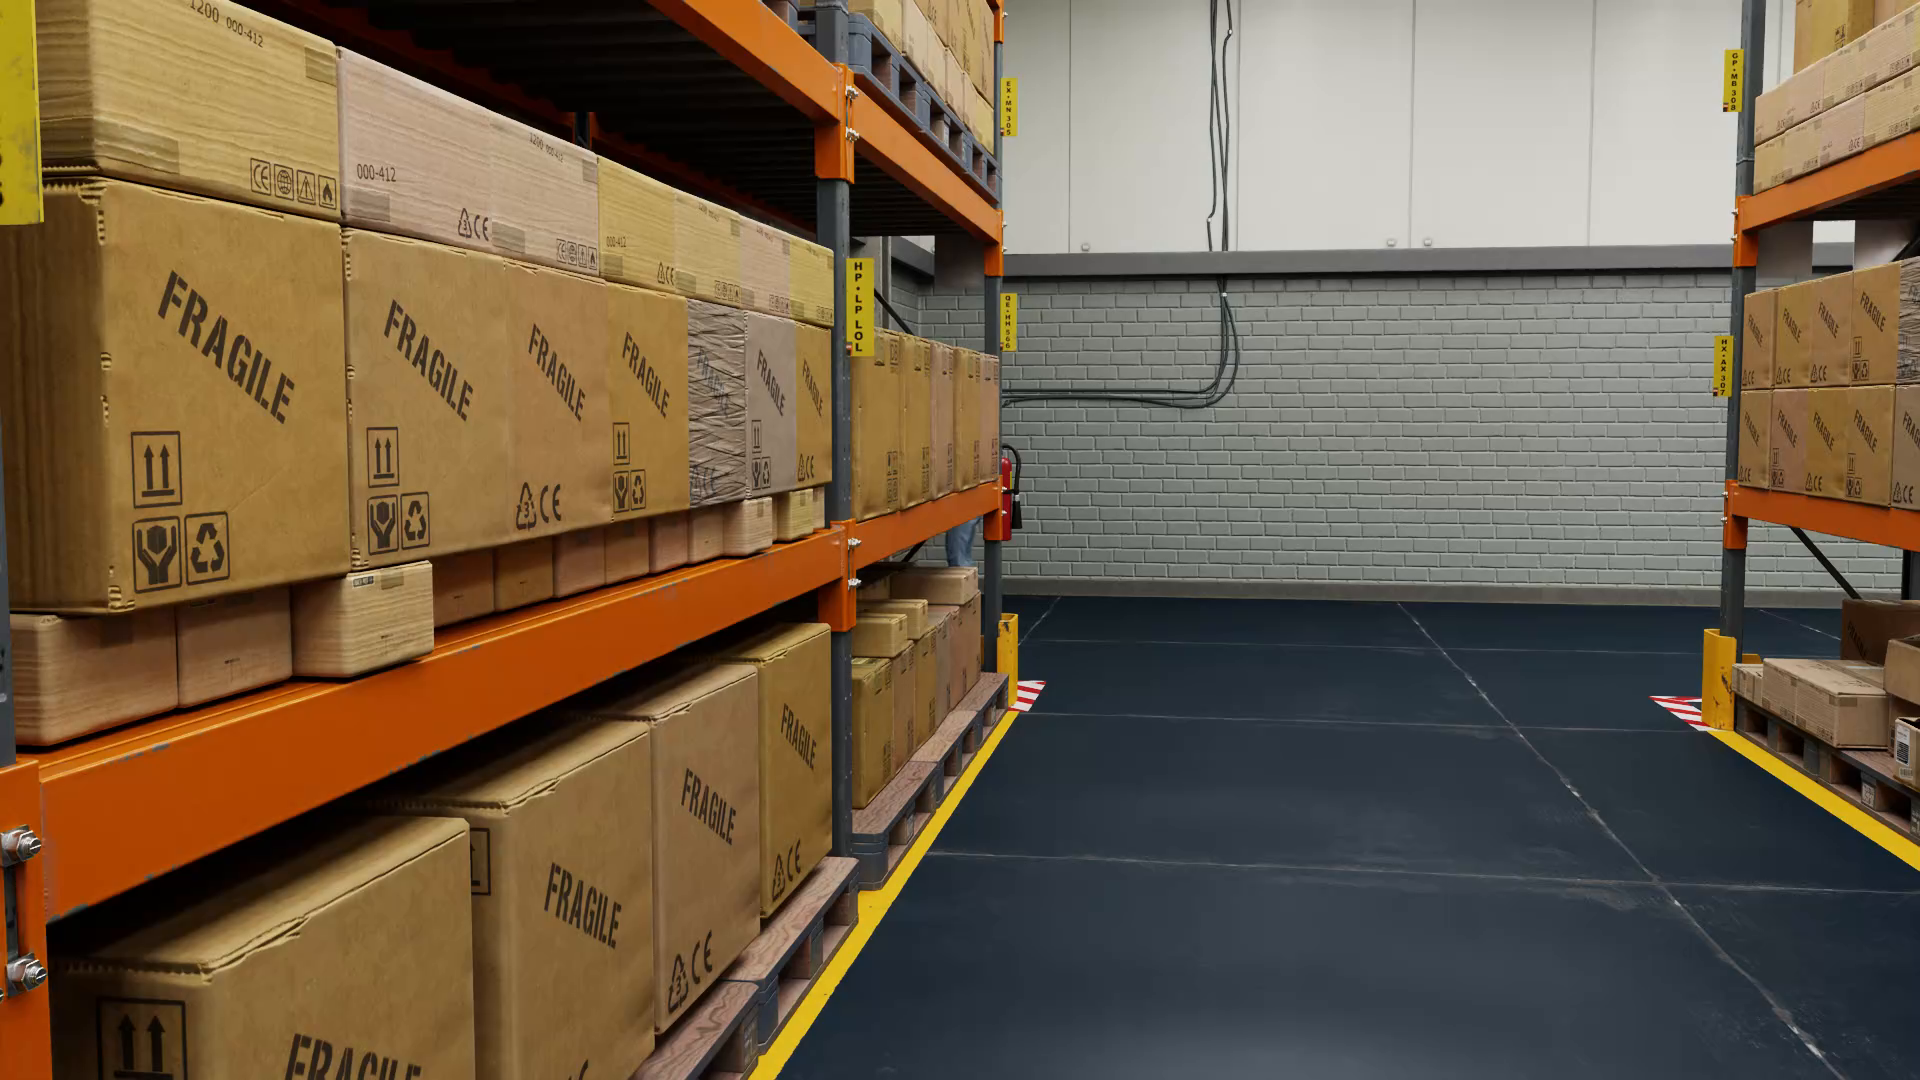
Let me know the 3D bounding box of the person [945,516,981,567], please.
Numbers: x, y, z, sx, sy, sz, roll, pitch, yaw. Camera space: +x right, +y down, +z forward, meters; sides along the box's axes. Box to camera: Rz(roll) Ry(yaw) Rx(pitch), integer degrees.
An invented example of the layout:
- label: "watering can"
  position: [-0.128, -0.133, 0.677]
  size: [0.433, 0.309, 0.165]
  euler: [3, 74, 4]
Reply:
- label: "person"
  position: [-0.068, -0.236, 13.587]
  size: [0.587, 1.758, 0.503]
  euler: [1, 4, 9]
